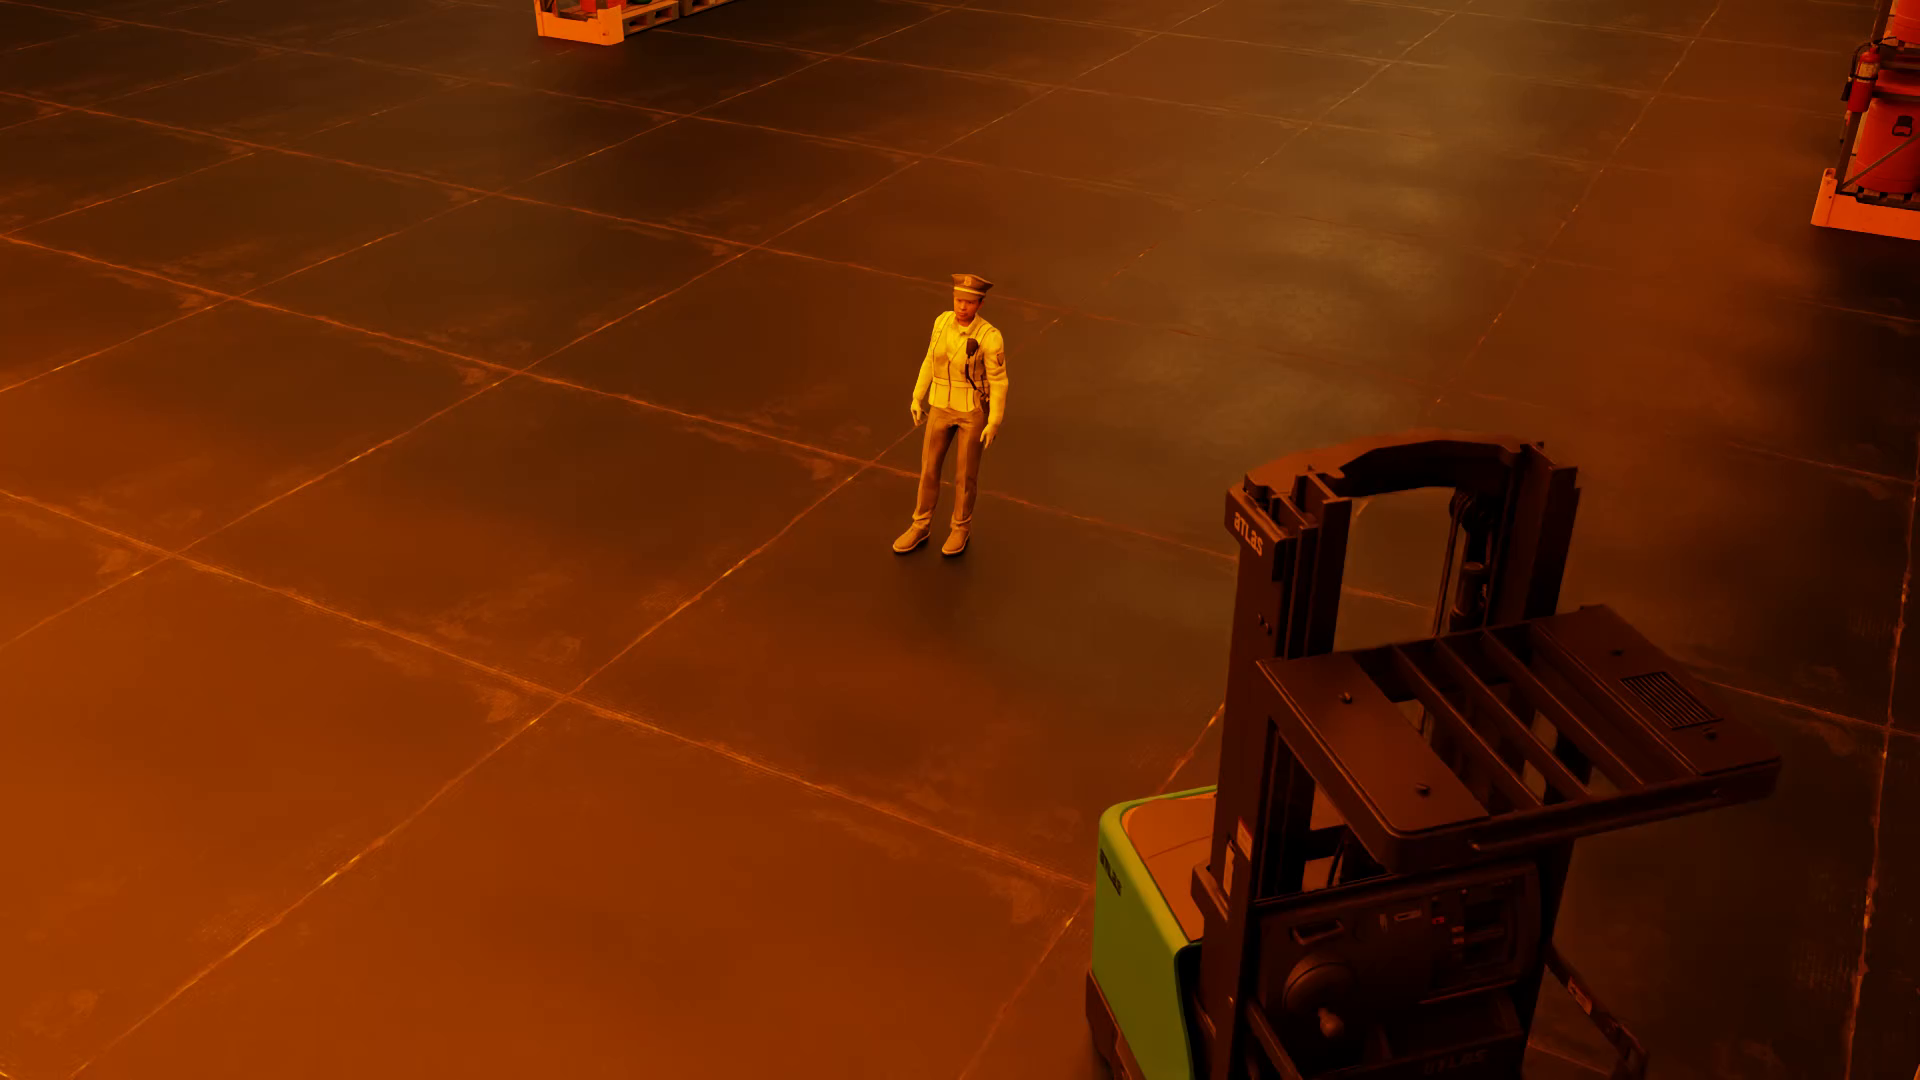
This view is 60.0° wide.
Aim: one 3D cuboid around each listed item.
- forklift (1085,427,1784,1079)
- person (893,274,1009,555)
[{"bbox_3d":[1.396,1.284,4.846,1.130,2.935,3.031,-8,31,-14],"label":"forklift"},{"bbox_3d":[-0.040,-0.712,9.526,0.586,1.694,0.530,15,33,25],"label":"person"}]
